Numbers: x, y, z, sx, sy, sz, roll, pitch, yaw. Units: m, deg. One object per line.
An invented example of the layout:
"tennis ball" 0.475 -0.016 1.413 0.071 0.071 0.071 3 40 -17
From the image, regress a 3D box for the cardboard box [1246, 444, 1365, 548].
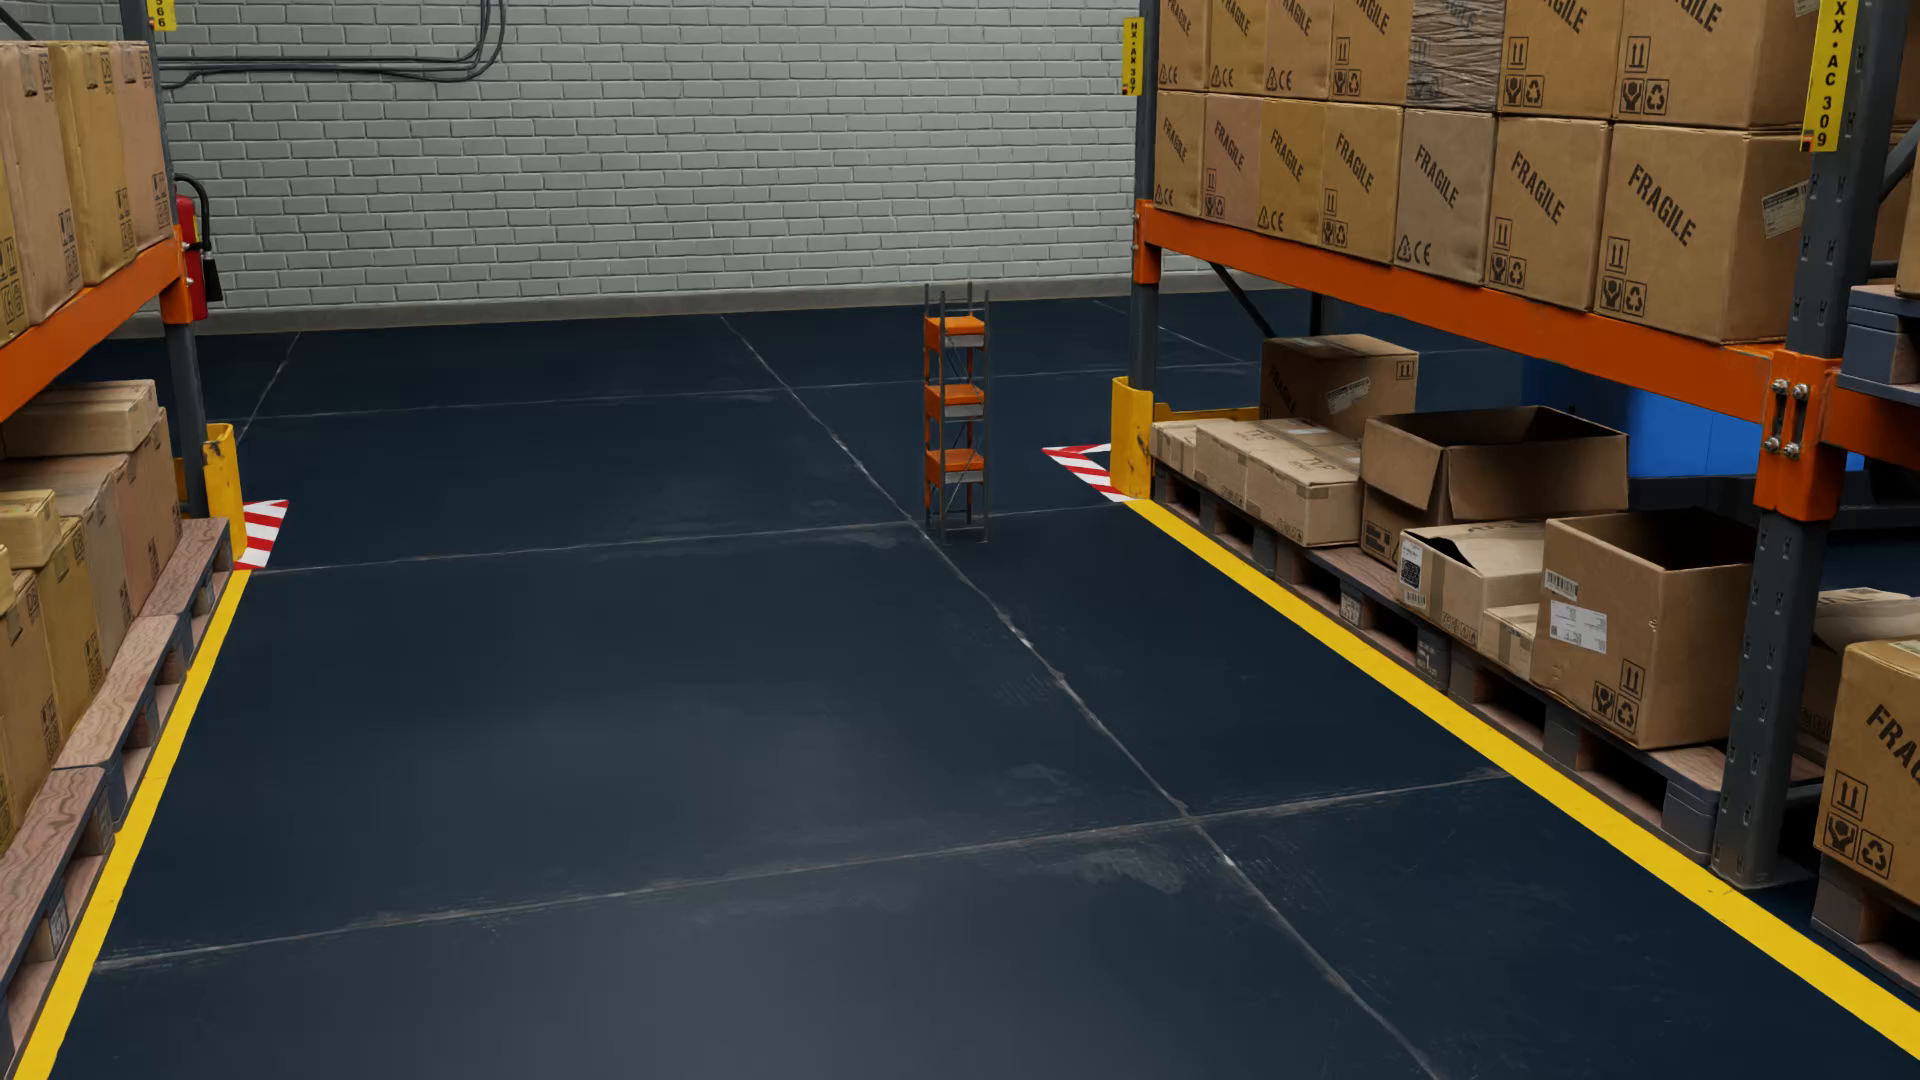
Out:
"cardboard box" 1.429 -0.177 6.341 0.500 0.250 0.500 -5 17 -15

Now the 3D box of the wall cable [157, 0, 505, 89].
"wall cable" -4.695 -4.318 11.084 3.097 2.526 0.112 -5 17 -15

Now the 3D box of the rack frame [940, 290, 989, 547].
"rack frame" 0.019 -0.484 6.738 0.200 1.050 0.008 -5 17 -15

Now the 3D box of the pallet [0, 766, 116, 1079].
"pallet" -2.519 0.886 3.636 1.003 0.211 1.213 -5 17 -15

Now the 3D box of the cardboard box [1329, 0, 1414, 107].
"cardboard box" 1.570 -1.692 5.460 0.500 0.500 0.500 -5 17 -16

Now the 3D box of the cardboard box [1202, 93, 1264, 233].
"cardboard box" 1.293 -1.494 6.539 0.500 0.500 0.500 -5 17 -16

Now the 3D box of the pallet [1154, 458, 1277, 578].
"pallet" 1.519 -0.155 7.102 1.003 0.211 1.213 -5 17 -15

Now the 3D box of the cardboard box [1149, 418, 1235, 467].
"cardboard box" 1.062 -0.435 7.376 0.380 0.149 0.250 -5 17 -15

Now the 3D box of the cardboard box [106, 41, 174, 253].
"cardboard box" -3.334 -1.343 5.688 0.980 0.700 0.700 -4 17 -13

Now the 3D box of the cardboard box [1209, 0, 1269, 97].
"cardboard box" 1.297 -1.971 6.389 0.500 0.500 0.500 -5 17 -15

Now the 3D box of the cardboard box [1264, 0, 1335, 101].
"cardboard box" 1.430 -1.833 5.927 0.500 0.500 0.500 -4 17 -14

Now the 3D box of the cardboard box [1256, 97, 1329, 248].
"cardboard box" 1.428 -1.355 6.076 0.500 0.500 0.500 -5 17 -15

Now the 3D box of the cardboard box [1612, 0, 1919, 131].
"cardboard box" 1.989 -1.272 4.061 0.500 0.500 0.500 -5 17 -15

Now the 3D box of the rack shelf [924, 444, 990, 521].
"rack shelf" -0.015 -0.241 6.933 0.215 0.259 0.240 -5 17 -15

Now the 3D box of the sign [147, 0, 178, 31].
"sign" -2.959 -2.047 6.127 0.100 0.325 0.005 -5 17 -15

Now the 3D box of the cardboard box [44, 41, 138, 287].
"cardboard box" -3.124 -1.143 5.021 0.980 0.700 0.700 -5 17 -16

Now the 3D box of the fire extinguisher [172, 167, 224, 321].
"fire extinguisher" -3.082 -1.202 6.523 0.296 0.674 0.183 -5 17 -15

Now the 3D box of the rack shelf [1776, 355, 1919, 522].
"rack shelf" 2.927 0.272 2.084 1.077 0.370 4.000 -5 17 -15

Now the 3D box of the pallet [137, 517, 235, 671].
"pallet" -3.189 0.211 5.883 1.003 0.211 1.213 -5 17 -15

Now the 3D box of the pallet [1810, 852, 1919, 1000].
"pallet" 2.637 0.932 3.484 1.003 0.211 1.213 -5 17 -15

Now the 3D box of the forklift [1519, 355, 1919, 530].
"forklift" 4.090 -1.553 7.028 3.031 2.935 1.130 -2 17 -7

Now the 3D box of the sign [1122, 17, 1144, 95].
"sign" 0.756 -2.104 7.238 0.100 0.325 0.005 -5 17 -15

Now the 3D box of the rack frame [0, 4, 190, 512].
"rack frame" -3.481 -1.340 6.199 0.949 2.616 0.053 -5 17 -15

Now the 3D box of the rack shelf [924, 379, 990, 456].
"rack shelf" -0.015 -0.507 6.853 0.215 0.259 0.240 -5 17 -15

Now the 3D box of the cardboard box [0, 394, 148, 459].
"cardboard box" -2.914 -0.377 5.480 0.380 0.149 0.250 -4 17 -14

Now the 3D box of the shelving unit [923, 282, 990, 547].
"shelving unit" -0.015 -0.518 6.850 0.215 1.050 0.252 -5 17 -15

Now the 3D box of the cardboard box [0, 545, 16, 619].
"cardboard box" -2.411 0.128 3.799 0.380 0.149 0.250 -4 17 -13

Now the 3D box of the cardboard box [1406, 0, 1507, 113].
"cardboard box" 1.707 -1.553 4.996 0.500 0.500 0.500 -5 17 -15

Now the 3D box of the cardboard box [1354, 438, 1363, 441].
"cardboard box" 1.689 -0.336 7.017 0.380 0.166 0.250 -5 17 -15

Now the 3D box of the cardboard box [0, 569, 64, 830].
"cardboard box" -2.627 0.409 3.993 0.700 0.500 0.500 -5 17 -16

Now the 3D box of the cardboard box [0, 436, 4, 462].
"cardboard box" -3.214 -0.278 5.151 0.380 0.149 0.250 -5 17 -15

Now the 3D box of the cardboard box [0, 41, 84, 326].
"cardboard box" -2.923 -0.931 4.316 0.980 0.700 0.700 -6 18 -18

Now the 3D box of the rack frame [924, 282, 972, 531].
"rack frame" -0.048 -0.551 6.963 0.200 1.050 0.008 -5 17 -15

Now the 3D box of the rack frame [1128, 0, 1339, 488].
"rack frame" 1.278 -1.732 7.505 1.000 3.000 0.127 -5 17 -15

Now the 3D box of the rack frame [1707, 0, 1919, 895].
"rack frame" 2.377 -0.626 3.822 1.000 3.000 0.127 -5 17 -15

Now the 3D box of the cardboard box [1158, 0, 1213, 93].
"cardboard box" 1.146 -2.115 6.869 0.500 0.500 0.500 -4 17 -14

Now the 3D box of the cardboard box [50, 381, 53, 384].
"cardboard box" -3.422 -0.487 5.848 0.380 0.149 0.250 -5 17 -15

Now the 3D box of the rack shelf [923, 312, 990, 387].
"rack shelf" -0.015 -0.779 6.772 0.215 0.259 0.240 -5 17 -15

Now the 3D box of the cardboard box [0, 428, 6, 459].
"cardboard box" -3.282 -0.347 5.382 0.380 0.149 0.250 -5 17 -15

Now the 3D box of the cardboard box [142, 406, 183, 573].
"cardboard box" -3.196 -0.158 5.879 0.700 0.500 0.500 -5 17 -15

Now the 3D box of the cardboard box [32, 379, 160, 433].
"cardboard box" -2.985 -0.447 5.715 0.380 0.149 0.250 -5 17 -16

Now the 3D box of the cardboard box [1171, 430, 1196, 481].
"cardboard box" 1.131 -0.374 7.143 0.380 0.166 0.250 -5 17 -15

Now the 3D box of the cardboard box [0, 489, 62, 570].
"cardboard box" -2.554 -0.016 4.280 0.380 0.149 0.250 -5 17 -17

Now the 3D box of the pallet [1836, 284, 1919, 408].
"pallet" 2.492 -0.304 3.085 1.003 0.211 1.213 -5 17 -15

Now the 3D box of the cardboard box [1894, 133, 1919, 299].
"cardboard box" 2.292 -0.726 3.252 0.700 0.500 0.500 -12 20 -34

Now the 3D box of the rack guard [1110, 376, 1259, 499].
"rack guard" 1.299 -0.514 7.795 1.175 0.500 0.348 -5 17 -15

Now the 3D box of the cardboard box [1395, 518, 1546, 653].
"cardboard box" 1.742 0.108 5.286 0.500 0.311 0.500 -5 17 -15

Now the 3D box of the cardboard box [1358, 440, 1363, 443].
"cardboard box" 1.896 -0.230 6.519 0.500 0.250 0.500 -5 17 -15

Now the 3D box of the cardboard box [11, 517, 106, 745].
"cardboard box" -2.766 0.266 4.466 0.700 0.500 0.500 -4 17 -14

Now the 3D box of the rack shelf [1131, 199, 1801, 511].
"rack shelf" 1.827 -0.835 5.767 1.077 0.370 4.000 -5 17 -15

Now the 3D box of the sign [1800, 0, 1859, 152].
"sign" 1.857 -0.995 3.547 0.100 0.325 0.005 -5 17 -15

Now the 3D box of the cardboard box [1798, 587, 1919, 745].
"cardboard box" 2.470 0.318 4.589 0.500 0.311 0.500 -5 17 -15

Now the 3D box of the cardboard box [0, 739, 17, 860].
"cardboard box" -2.492 0.548 3.529 0.700 0.500 0.500 -4 17 -15
